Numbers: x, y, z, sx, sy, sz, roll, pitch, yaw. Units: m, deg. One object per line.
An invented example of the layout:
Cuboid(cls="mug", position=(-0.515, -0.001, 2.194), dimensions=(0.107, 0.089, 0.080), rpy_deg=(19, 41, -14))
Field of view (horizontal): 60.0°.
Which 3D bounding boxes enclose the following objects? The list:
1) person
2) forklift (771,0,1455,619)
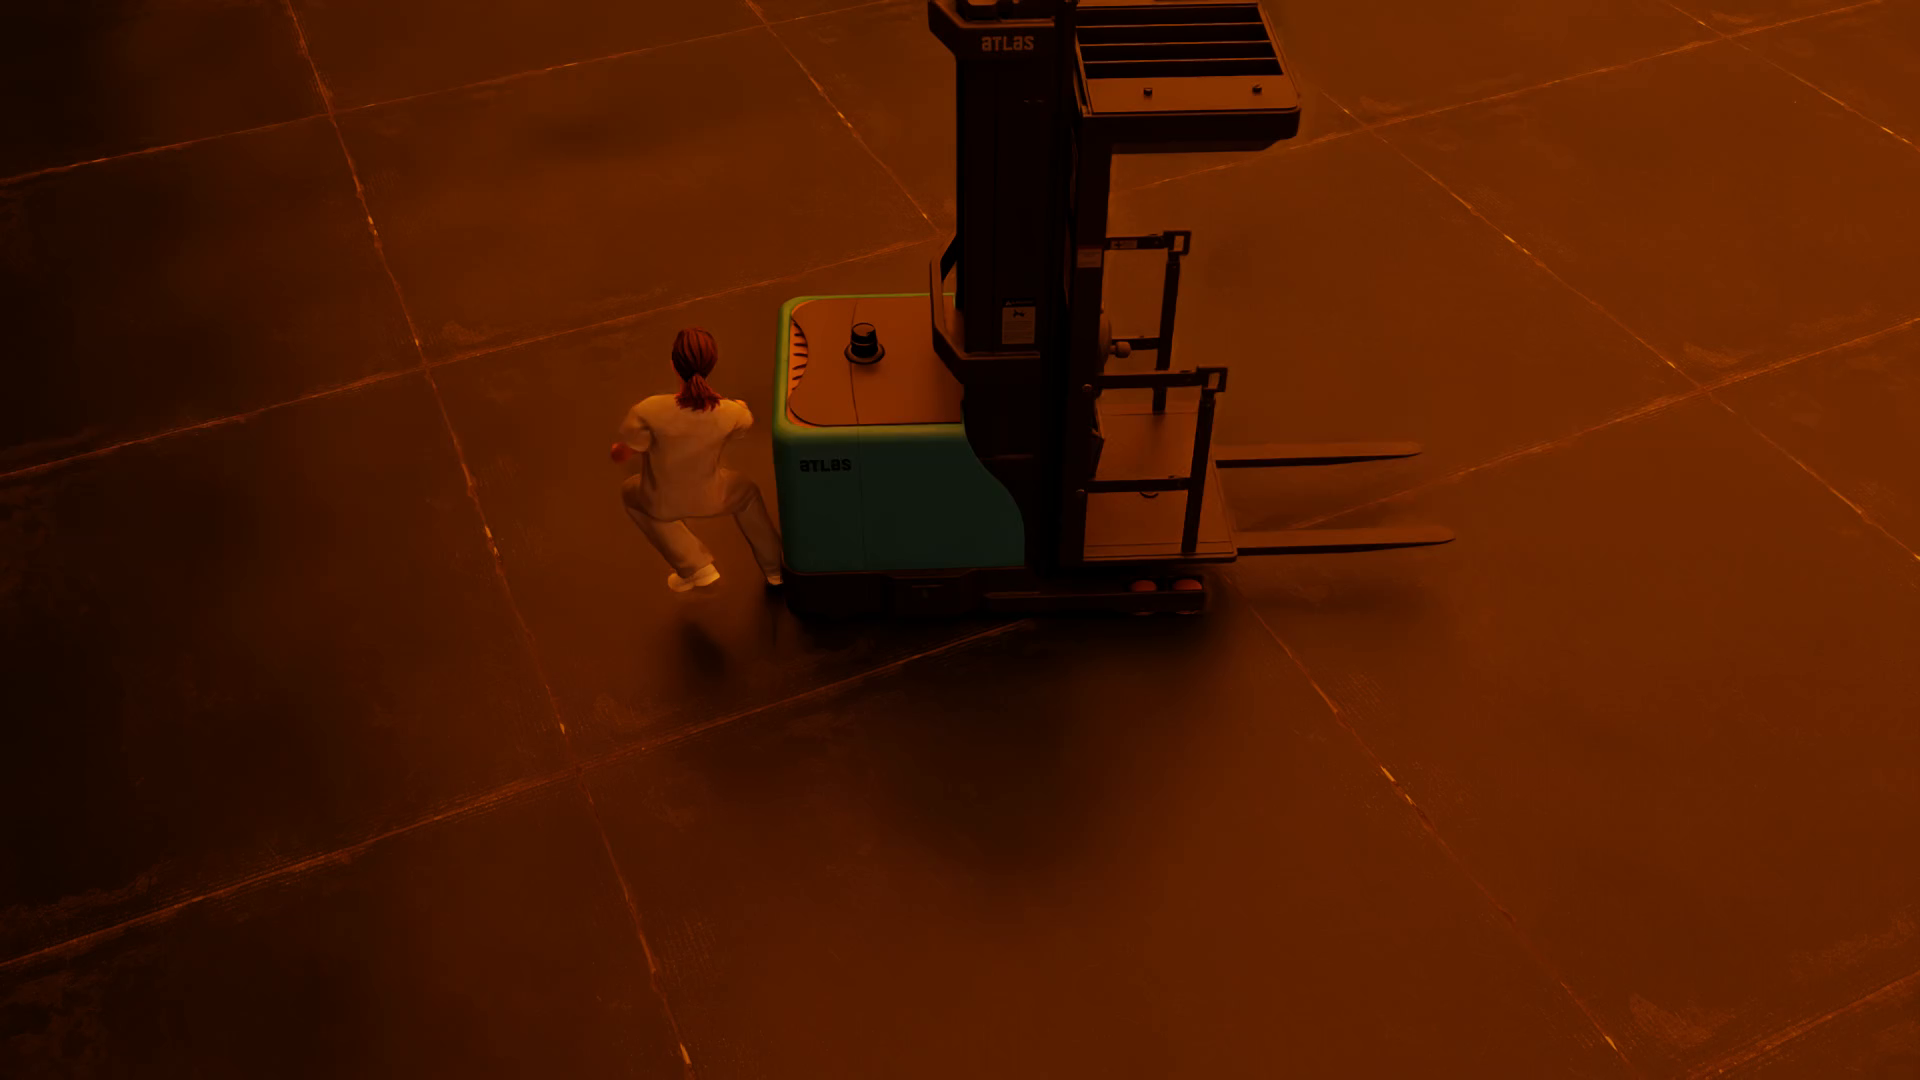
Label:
Cuboid(cls="person", position=(-1.115, -0.330, 7.081), dimensions=(0.706, 1.500, 0.644), rpy_deg=(-11, 44, -11))
Cuboid(cls="forklift", position=(0.709, -1.093, 6.852), dimensions=(3.031, 2.935, 1.130), rpy_deg=(-2, 43, -2))
